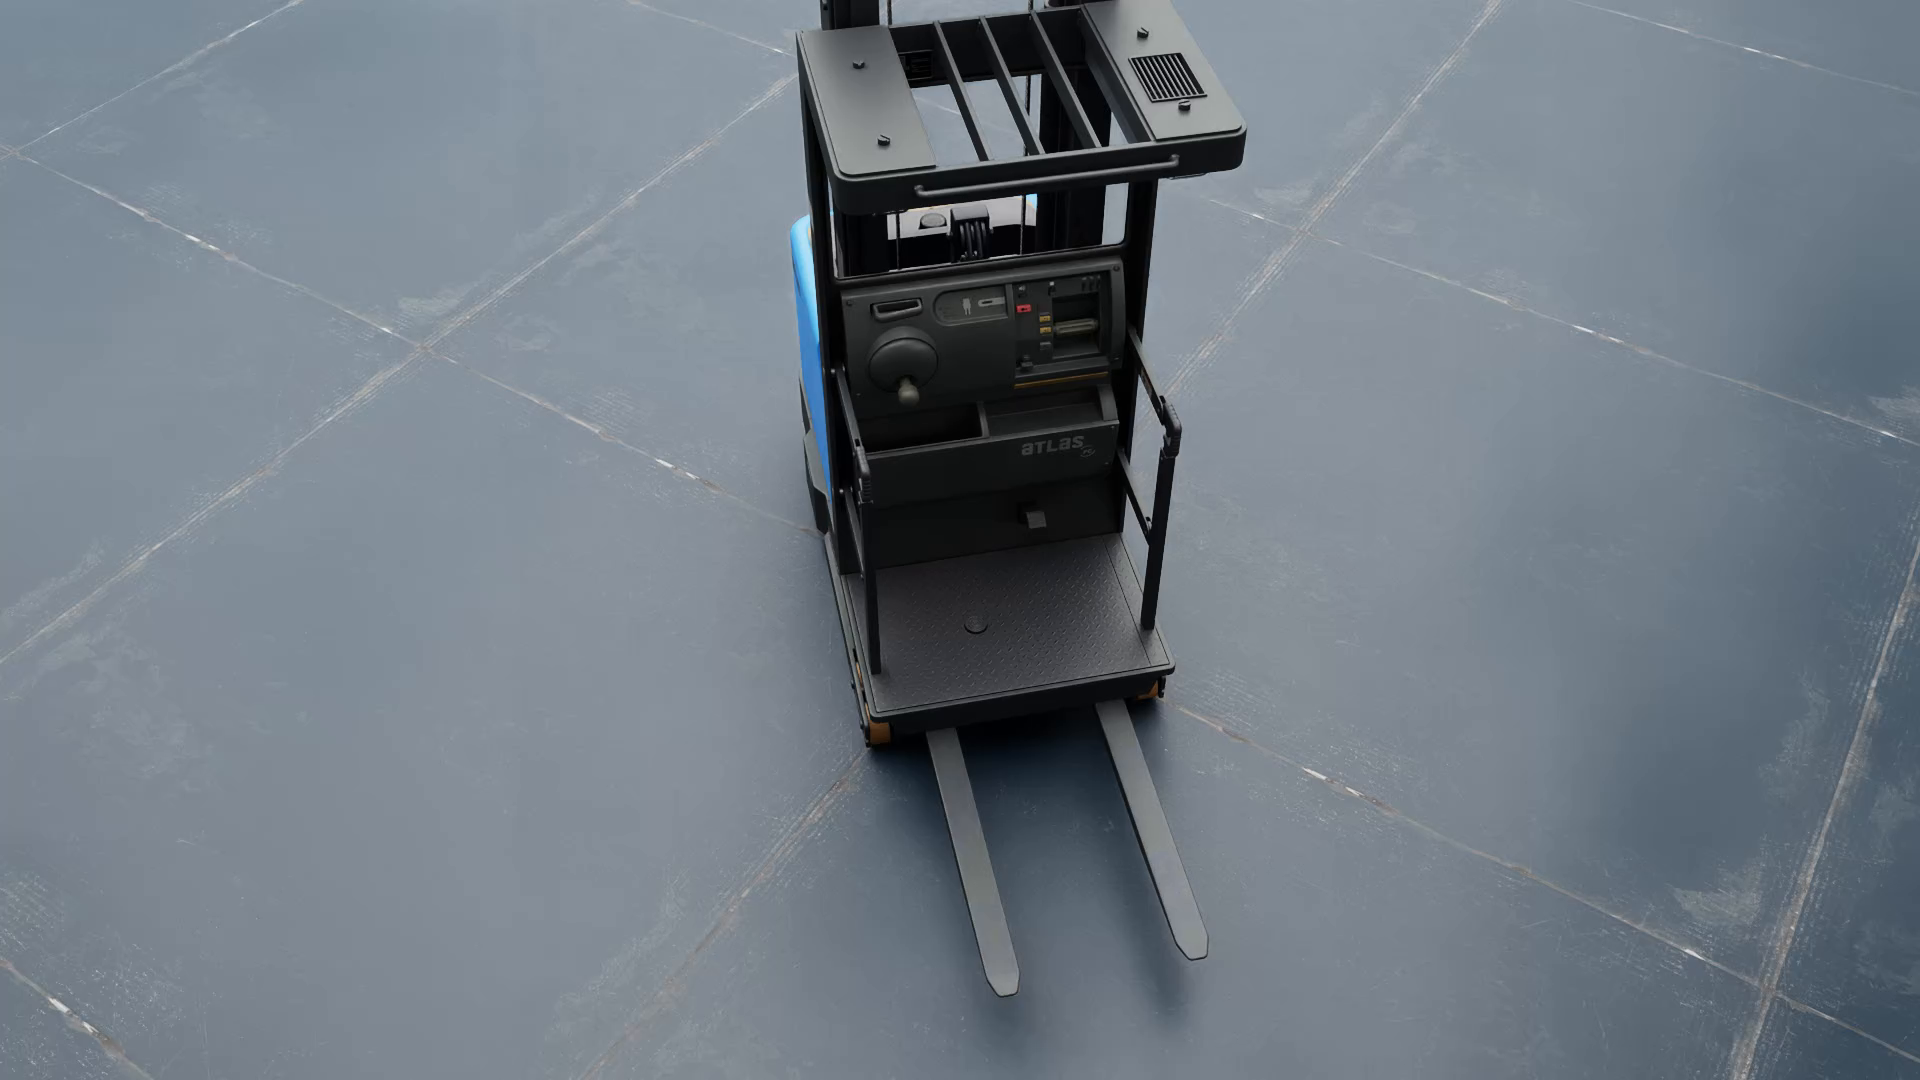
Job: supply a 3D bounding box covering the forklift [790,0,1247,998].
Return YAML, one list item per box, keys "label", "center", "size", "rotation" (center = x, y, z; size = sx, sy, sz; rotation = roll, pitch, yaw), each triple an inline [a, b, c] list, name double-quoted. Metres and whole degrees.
- label: "forklift"
  center: [0.130, -0.580, 5.270]
  size: [1.130, 2.935, 3.031]
  rotation: [-9, 46, -8]
